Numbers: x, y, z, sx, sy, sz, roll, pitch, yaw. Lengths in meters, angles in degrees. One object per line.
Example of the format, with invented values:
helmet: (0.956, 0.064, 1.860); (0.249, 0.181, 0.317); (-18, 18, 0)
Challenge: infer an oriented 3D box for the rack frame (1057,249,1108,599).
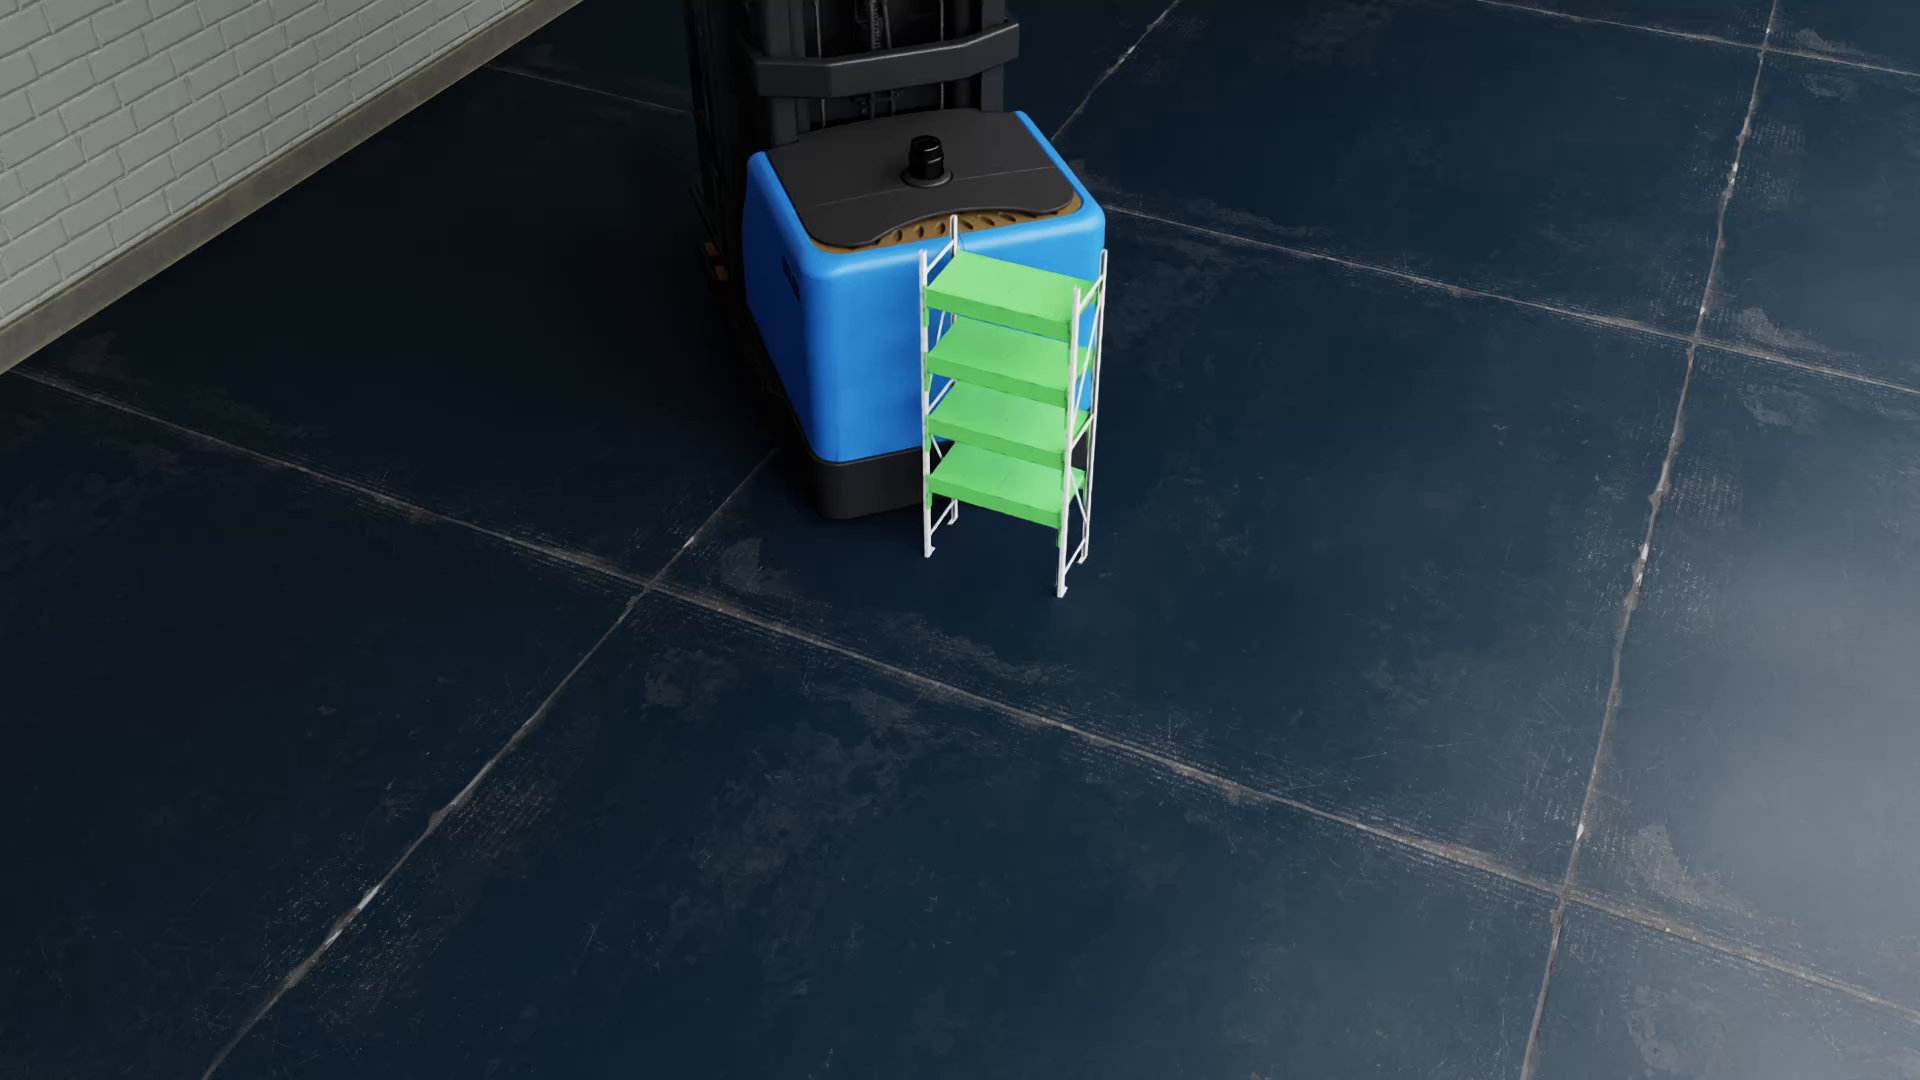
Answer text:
rack frame: (0.379, -0.332, 5.217); (0.015, 1.200, 0.240); (17, 44, 18)

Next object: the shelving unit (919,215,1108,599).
shelving unit: (0.157, -0.398, 5.293); (0.503, 1.200, 0.258); (17, 44, 18)

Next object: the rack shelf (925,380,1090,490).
rack shelf: (0.157, -0.350, 5.335); (0.480, 0.148, 0.258); (17, 44, 18)

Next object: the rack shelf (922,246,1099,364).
rack shelf: (0.157, -0.712, 5.021); (0.480, 0.148, 0.258); (17, 44, 18)

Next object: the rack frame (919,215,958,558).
rack frame: (-0.065, -0.464, 5.370); (0.015, 1.200, 0.240); (17, 44, 18)

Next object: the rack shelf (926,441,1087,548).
rack shelf: (0.157, -0.168, 5.492); (0.480, 0.148, 0.258); (17, 44, 18)

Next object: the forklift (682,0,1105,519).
forklift: (-0.467, -2.154, 5.997); (1.130, 2.935, 3.031); (-12, 42, -14)

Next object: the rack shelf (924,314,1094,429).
rack shelf: (0.157, -0.531, 5.178); (0.480, 0.148, 0.258); (17, 44, 18)
